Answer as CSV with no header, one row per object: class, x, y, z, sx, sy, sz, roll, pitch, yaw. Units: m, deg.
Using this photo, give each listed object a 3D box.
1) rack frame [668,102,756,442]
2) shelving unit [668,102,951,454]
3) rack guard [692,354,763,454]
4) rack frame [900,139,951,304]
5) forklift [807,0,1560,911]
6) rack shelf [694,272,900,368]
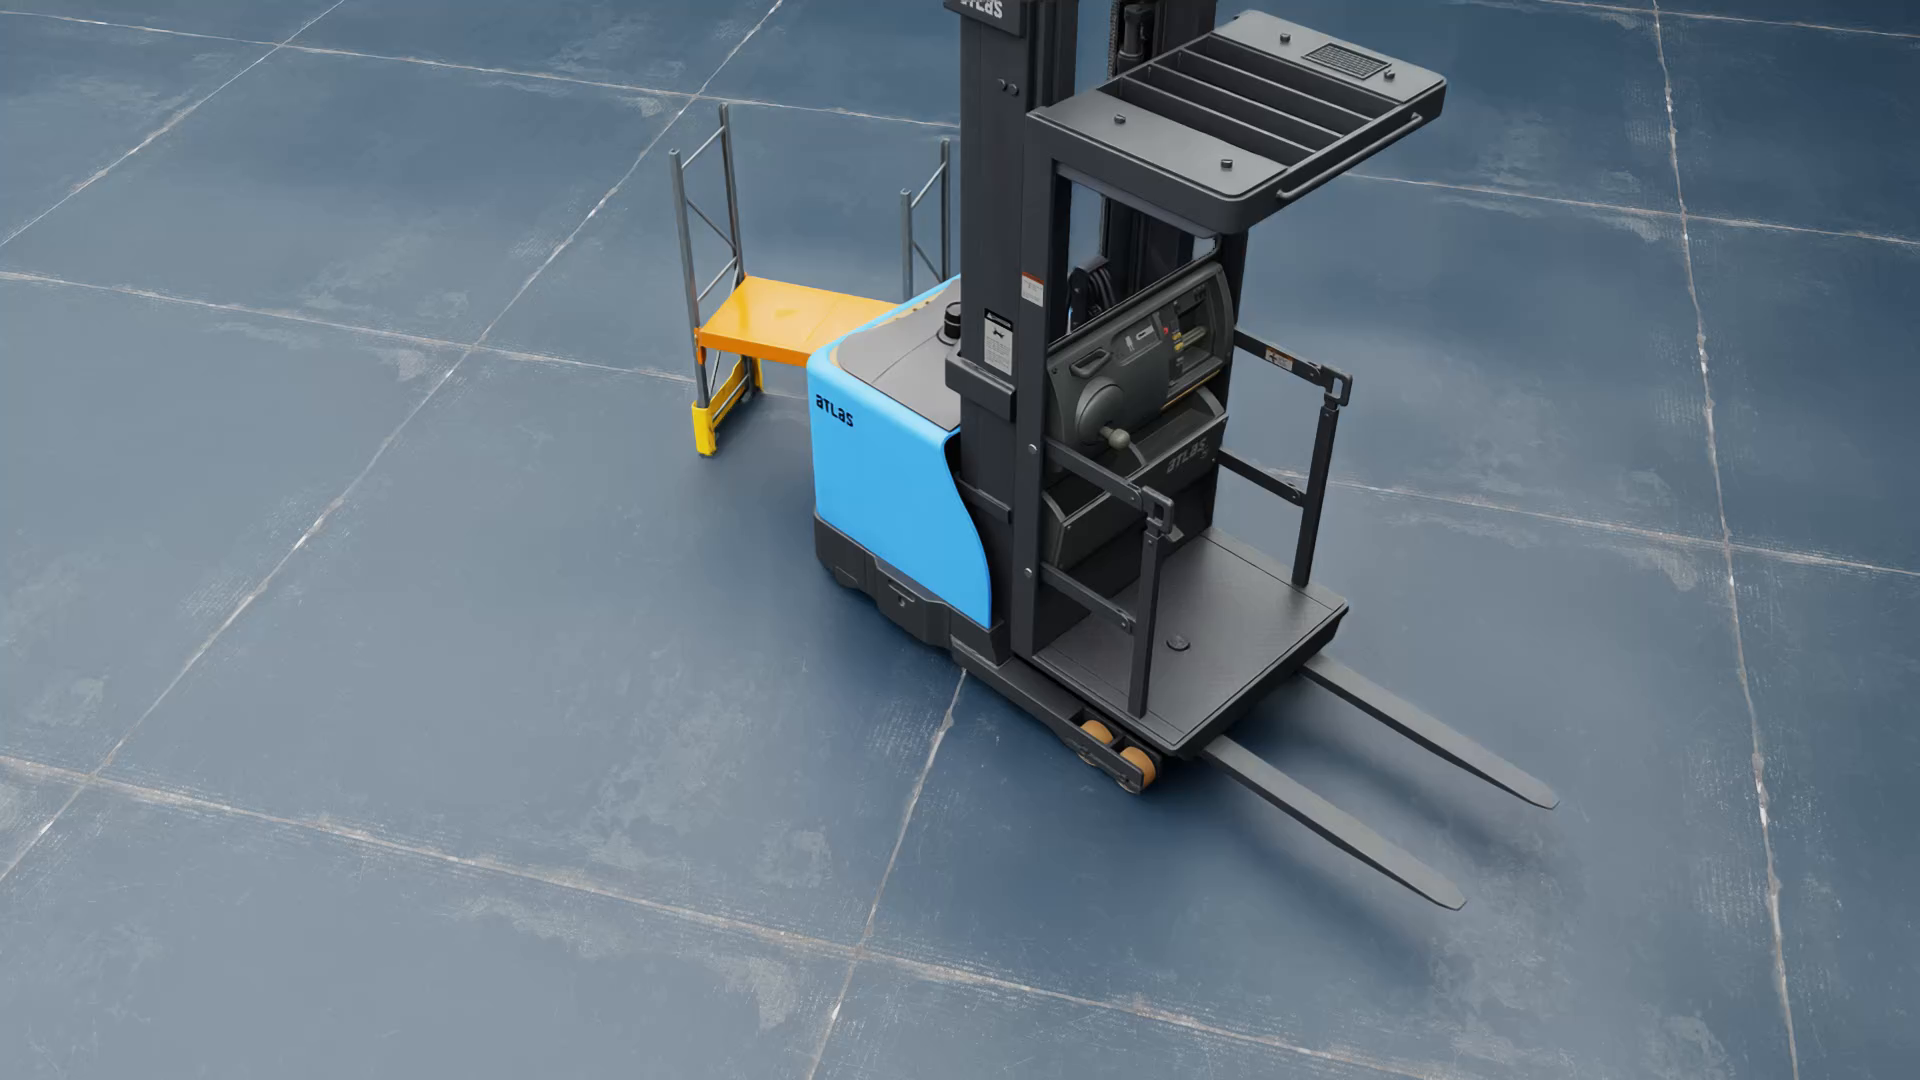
rack frame,-1.096,-1.156,7.461,0.032,1.500,0.500,13,42,15
shelving unit,-0.625,-1.049,7.333,1.083,1.500,0.587,13,42,15
rack guard,-1.095,-0.677,7.862,0.087,0.250,0.587,13,42,15
rack frame,-0.138,-0.938,7.200,0.032,1.500,0.500,13,42,15
forklift,0.790,-0.572,5.652,3.031,2.935,1.130,32,50,33
rack shelf,-0.617,-0.909,7.446,1.000,0.185,0.538,13,42,15
